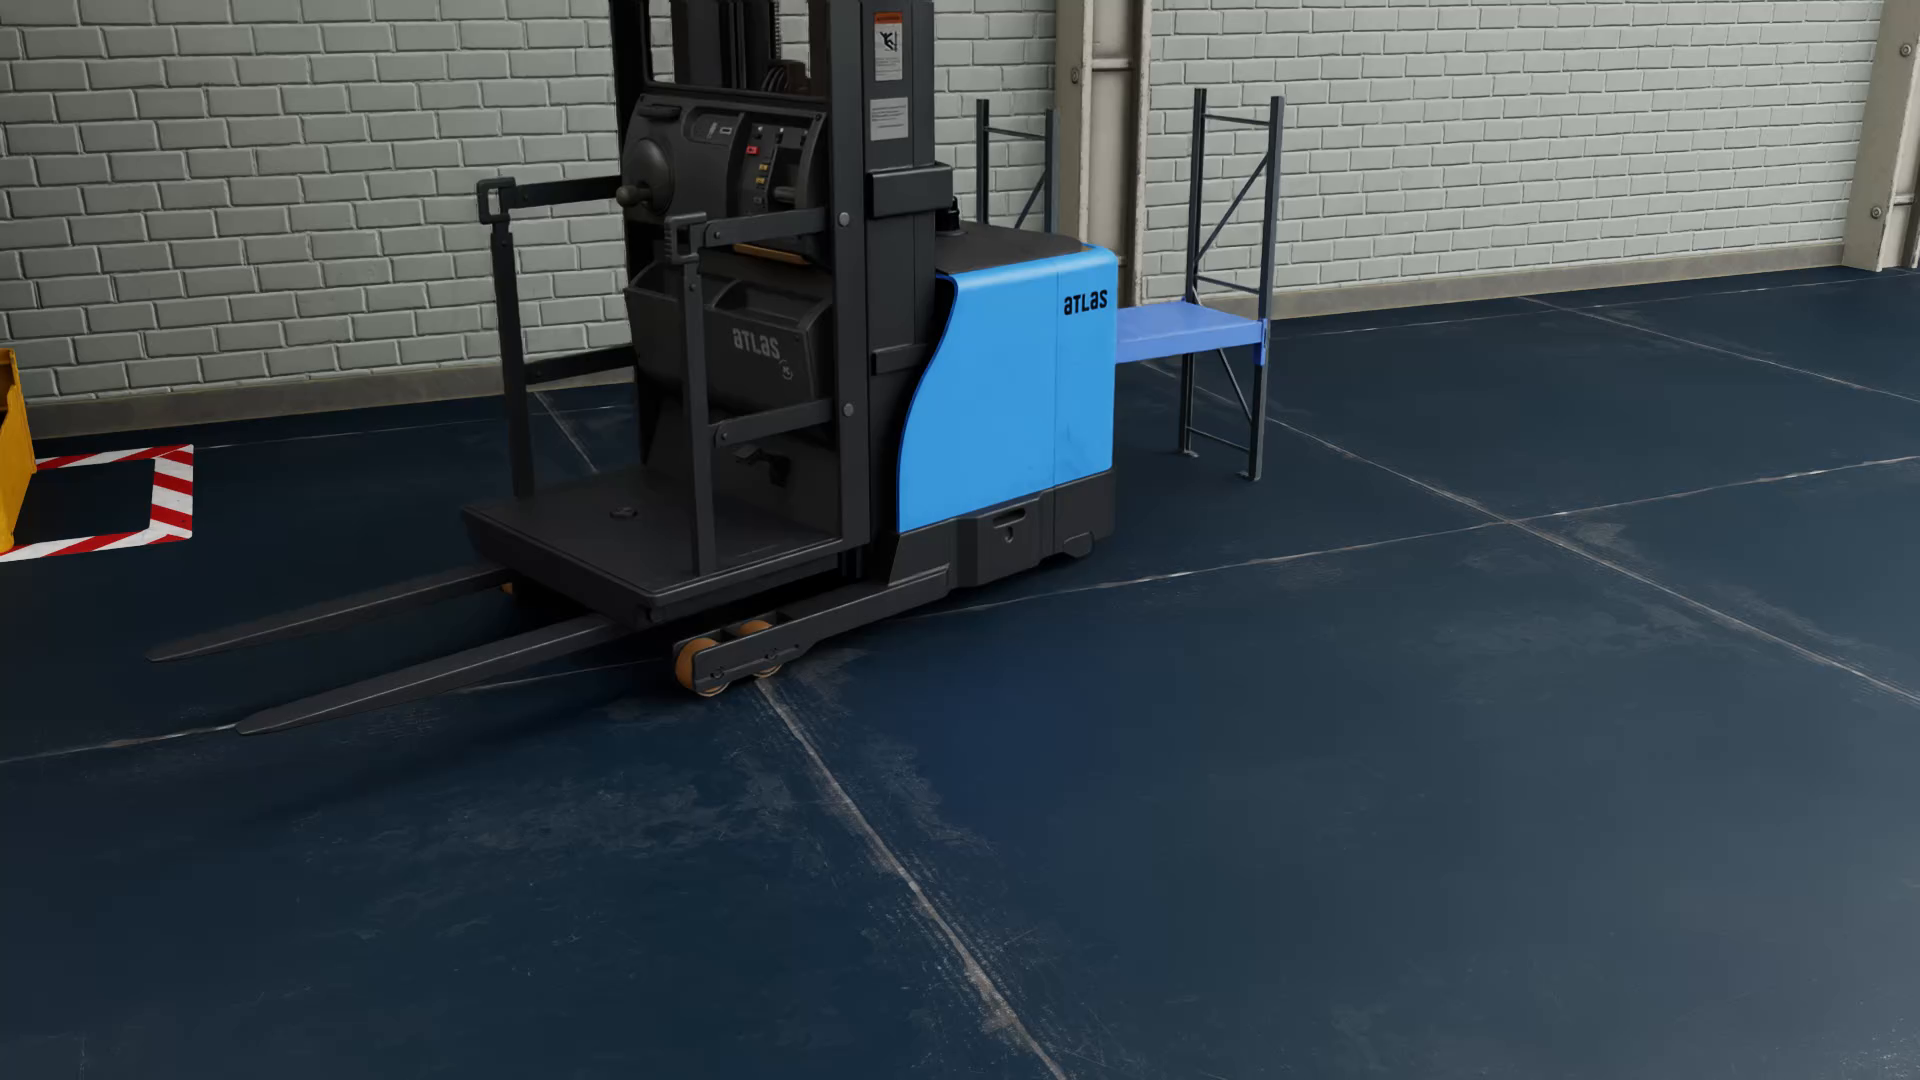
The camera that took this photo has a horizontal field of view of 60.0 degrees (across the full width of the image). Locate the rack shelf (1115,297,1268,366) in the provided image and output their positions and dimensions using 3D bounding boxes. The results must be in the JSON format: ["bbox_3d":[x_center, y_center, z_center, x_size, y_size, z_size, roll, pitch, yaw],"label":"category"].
[{"bbox_3d":[0.637,-0.762,6.468,1.000,0.185,0.538,-11,22,-29],"label":"rack shelf"}]

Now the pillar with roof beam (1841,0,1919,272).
[{"bbox_3d":[7.952,-4.800,6.104,0.400,9.000,9.100,-8,21,-22],"label":"pillar with roof beam"}]

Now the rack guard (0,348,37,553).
[{"bbox_3d":[-3.753,-0.345,6.249,0.348,0.500,1.175,-8,21,-22],"label":"rack guard"}]

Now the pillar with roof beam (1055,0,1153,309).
[{"bbox_3d":[2.443,-4.010,3.862,0.400,9.000,9.100,-8,21,-22],"label":"pillar with roof beam"}]

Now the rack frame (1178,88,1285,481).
[{"bbox_3d":[1.072,-1.019,6.657,0.032,1.500,0.500,-11,22,-29],"label":"rack frame"}]

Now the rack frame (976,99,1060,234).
[{"bbox_3d":[0.202,-0.844,6.161,0.032,1.500,0.500,-11,22,-29],"label":"rack frame"}]

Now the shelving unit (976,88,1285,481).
[{"bbox_3d":[0.637,-0.931,6.409,1.048,1.500,0.538,-11,22,-29],"label":"shelving unit"}]

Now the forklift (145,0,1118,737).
[{"bbox_3d":[-0.867,-1.129,4.814,3.031,2.935,1.130,-18,26,-41],"label":"forklift"}]
